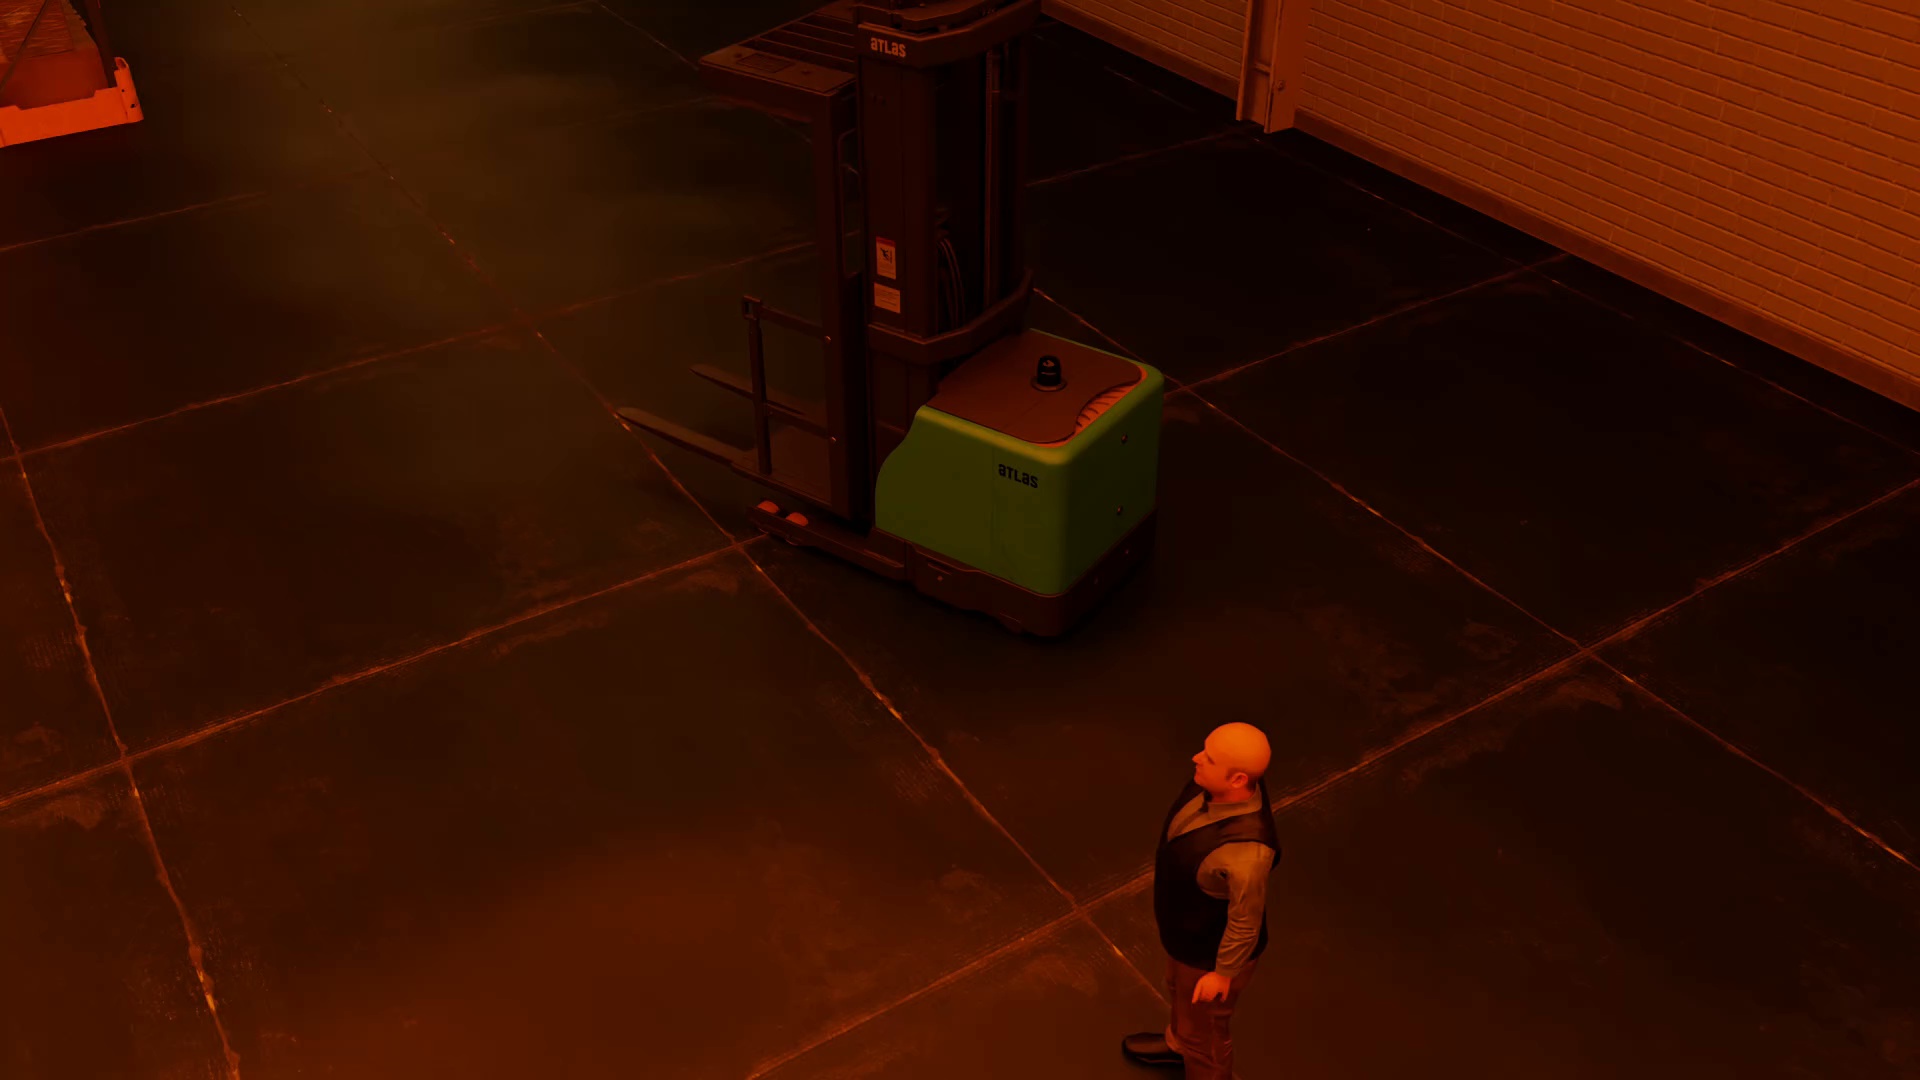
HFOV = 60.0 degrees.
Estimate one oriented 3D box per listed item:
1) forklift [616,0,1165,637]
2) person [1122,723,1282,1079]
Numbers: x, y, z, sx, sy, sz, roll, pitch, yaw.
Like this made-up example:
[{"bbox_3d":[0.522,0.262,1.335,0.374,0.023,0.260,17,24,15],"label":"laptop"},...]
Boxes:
[{"bbox_3d":[-0.500,-1.399,8.138,3.031,2.935,1.130,22,41,28],"label":"forklift"},{"bbox_3d":[0.790,1.267,5.398,0.375,1.724,0.525,-2,35,-3],"label":"person"}]
